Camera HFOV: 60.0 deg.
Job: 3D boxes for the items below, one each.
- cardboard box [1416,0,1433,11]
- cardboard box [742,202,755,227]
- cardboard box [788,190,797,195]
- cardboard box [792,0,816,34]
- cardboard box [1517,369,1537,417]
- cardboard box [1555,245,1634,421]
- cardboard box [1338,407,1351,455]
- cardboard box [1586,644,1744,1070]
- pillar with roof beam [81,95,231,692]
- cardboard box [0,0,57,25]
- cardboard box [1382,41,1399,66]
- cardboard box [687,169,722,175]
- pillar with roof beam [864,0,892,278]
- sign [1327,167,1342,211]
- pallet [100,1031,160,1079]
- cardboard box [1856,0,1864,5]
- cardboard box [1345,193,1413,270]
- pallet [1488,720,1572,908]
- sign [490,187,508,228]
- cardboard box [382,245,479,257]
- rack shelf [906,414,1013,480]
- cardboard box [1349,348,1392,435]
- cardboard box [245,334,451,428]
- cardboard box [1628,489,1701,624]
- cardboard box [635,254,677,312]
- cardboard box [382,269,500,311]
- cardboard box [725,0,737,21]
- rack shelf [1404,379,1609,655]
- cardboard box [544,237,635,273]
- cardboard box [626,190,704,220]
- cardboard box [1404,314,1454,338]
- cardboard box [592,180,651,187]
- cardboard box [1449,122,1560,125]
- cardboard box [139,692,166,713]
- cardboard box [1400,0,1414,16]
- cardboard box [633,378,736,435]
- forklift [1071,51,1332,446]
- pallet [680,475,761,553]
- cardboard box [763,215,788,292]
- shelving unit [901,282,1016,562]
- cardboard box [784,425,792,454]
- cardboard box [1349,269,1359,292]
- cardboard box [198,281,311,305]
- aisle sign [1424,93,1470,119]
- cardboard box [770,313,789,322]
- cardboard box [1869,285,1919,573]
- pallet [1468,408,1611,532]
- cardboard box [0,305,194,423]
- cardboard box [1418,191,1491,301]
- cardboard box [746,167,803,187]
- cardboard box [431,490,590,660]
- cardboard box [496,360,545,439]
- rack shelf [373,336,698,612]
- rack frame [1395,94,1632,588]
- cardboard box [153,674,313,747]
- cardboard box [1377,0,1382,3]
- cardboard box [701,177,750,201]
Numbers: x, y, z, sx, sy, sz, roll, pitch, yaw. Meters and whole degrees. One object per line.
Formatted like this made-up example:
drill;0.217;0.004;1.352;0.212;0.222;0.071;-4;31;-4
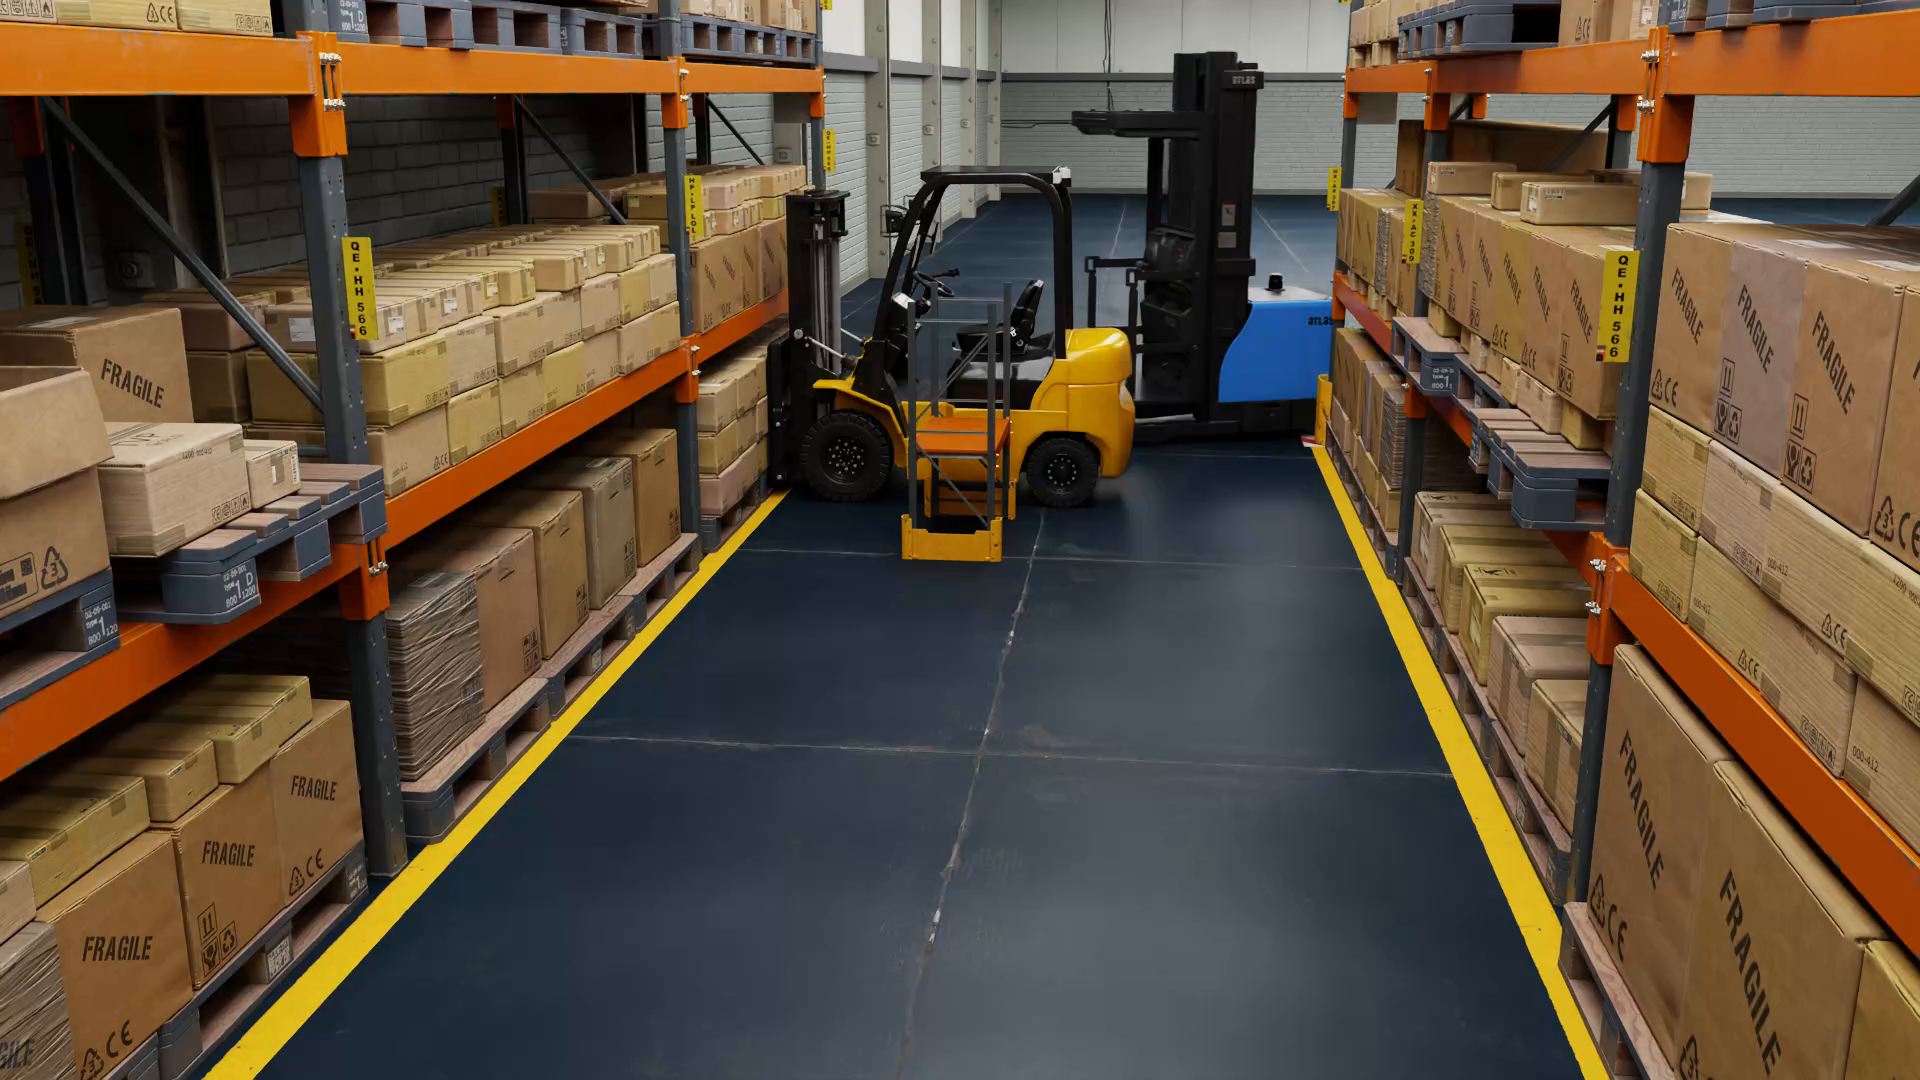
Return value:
cardboard box;2.460;-2.626;7.863;0.500;0.250;0.500;1;15;5
cardboard box;-1.538;-2.100;10.747;0.380;0.149;0.250;1;15;4
cardboard box;-1.407;-2.500;12.229;0.380;0.149;0.250;2;15;7
cardboard box;-1.365;-3.995;12.256;0.500;0.500;0.500;2;15;8
cardboard box;2.254;-0.527;6.040;0.380;0.149;0.250;1;15;4
cardboard box;2.248;-0.670;5.329;0.500;0.500;0.500;1;15;5
cardboard box;2.944;-0.767;11.715;0.500;0.250;0.500;2;15;8
cardboard box;2.312;0.850;4.539;0.875;0.875;0.875;2;15;6
pillar with roof beam;1.069;-3.429;5.603;9.100;9.000;0.400;2;15;6
cardboard box;-2.389;-1.270;3.654;0.500;0.250;0.500;2;15;6
cardboard box;2.884;-3.070;10.504;0.380;0.149;0.250;1;15;5
cardboard box;-1.929;-2.595;12.007;0.380;0.149;0.250;2;15;7
pillar with roof beam;3.100;-8.097;22.868;9.100;9.000;0.400;2;15;6
sign;2.836;-2.659;12.589;0.100;0.325;0.005;2;15;6
pallet;-2.722;1.559;3.992;1.003;0.211;1.213;2;15;6
cardboard box;2.677;-1.553;4.894;0.380;0.149;0.250;2;15;6
cardboard box;2.991;-2.167;11.670;0.500;0.500;0.500;2;15;8
pallet;2.562;0.994;6.083;1.003;0.211;1.213;2;15;6
sign;-2.560;-1.805;9.279;0.100;0.325;0.005;2;15;6
cardboard box;-2.458;-1.280;7.715;0.380;0.149;0.250;2;15;6
rack shelf;0.010;-0.572;10.095;0.538;0.185;1.000;2;15;6
cardboard box;2.888;-0.989;11.100;0.500;0.500;0.500;2;15;7
cardboard box;-2.142;-0.571;5.857;0.500;0.250;0.500;2;15;6
cardboard box;2.167;0.042;4.547;0.500;0.250;0.500;1;15;5
cardboard box;-1.810;-1.367;8.799;0.500;0.250;0.500;1;15;5
cardboard box;-2.083;-1.001;6.684;0.380;0.149;0.250;2;15;7
cardboard box;-1.569;-3.217;10.051;0.380;0.149;0.250;2;15;8
rack shelf;2.698;-0.321;6.982;1.077;0.370;4.000;2;15;6
cardboard box;-1.815;-1.397;8.149;0.380;0.149;0.250;1;15;5
cardboard box;-1.678;-1.911;9.480;0.380;0.149;0.250;2;15;7
cardboard box;2.657;-1.158;9.180;0.380;0.149;0.250;2;15;6
cardboard box;-2.171;-2.196;10.531;0.380;0.149;0.250;1;15;5
cardboard box;3.515;-2.494;10.962;0.700;0.500;0.500;2;15;6
cardboard box;-2.786;0.810;5.404;0.500;0.500;0.500;2;15;8
cardboard box;2.762;-2.960;9.333;0.500;0.250;0.500;1;15;5
cardboard box;-1.642;-0.807;9.947;0.500;0.250;0.500;1;15;5
forklift;1.446;-2.285;12.997;3.031;2.935;1.130;-4;16;-13
pallet;-1.877;-0.191;10.466;1.003;0.211;1.213;2;15;6
cardboard box;-1.477;-2.016;11.678;0.500;0.500;0.500;1;15;5
shelving unit;0.009;-0.744;10.039;0.587;1.500;1.083;2;15;6
cardboard box;-1.464;-0.721;11.544;0.500;0.250;0.500;2;15;8
cardboard box;2.932;-1.825;11.645;0.380;0.149;0.250;2;15;7
cardboard box;-2.616;-0.883;6.248;0.380;0.149;0.250;2;15;6
aisle sign;3.670;-3.487;12.331;0.394;0.787;0.004;2;15;6
cardboard box;-1.299;-1.599;12.878;0.500;0.250;0.500;2;15;8
cardboard box;1.993;-0.167;2.925;0.500;0.500;0.500;2;15;7
pallet;2.447;-0.245;5.690;1.213;0.211;1.003;2;15;6
cardboard box;-2.673;-0.417;4.962;0.500;0.500;0.500;2;15;9
cardboard box;2.586;-1.469;8.281;0.500;0.500;0.500;2;15;8
cardboard box;-1.385;-2.711;12.437;0.380;0.149;0.250;2;15;6
cardboard box;-2.234;0.143;7.632;0.875;0.625;0.625;1;15;4
cardboard box;-2.054;-0.595;6.902;0.500;0.250;0.500;1;15;4
rack shelf;-2.234;-0.466;7.519;1.077;0.370;4.000;2;15;6
rack frame;2.924;-1.187;8.806;1.000;3.000;0.127;2;15;6
cardboard box;-2.264;0.531;5.192;0.380;0.149;0.250;1;15;4
cardboard box;2.884;-3.526;10.662;0.380;0.149;0.250;2;15;8
cardboard box;-1.601;-2.313;10.965;0.380;0.149;0.250;2;15;6
